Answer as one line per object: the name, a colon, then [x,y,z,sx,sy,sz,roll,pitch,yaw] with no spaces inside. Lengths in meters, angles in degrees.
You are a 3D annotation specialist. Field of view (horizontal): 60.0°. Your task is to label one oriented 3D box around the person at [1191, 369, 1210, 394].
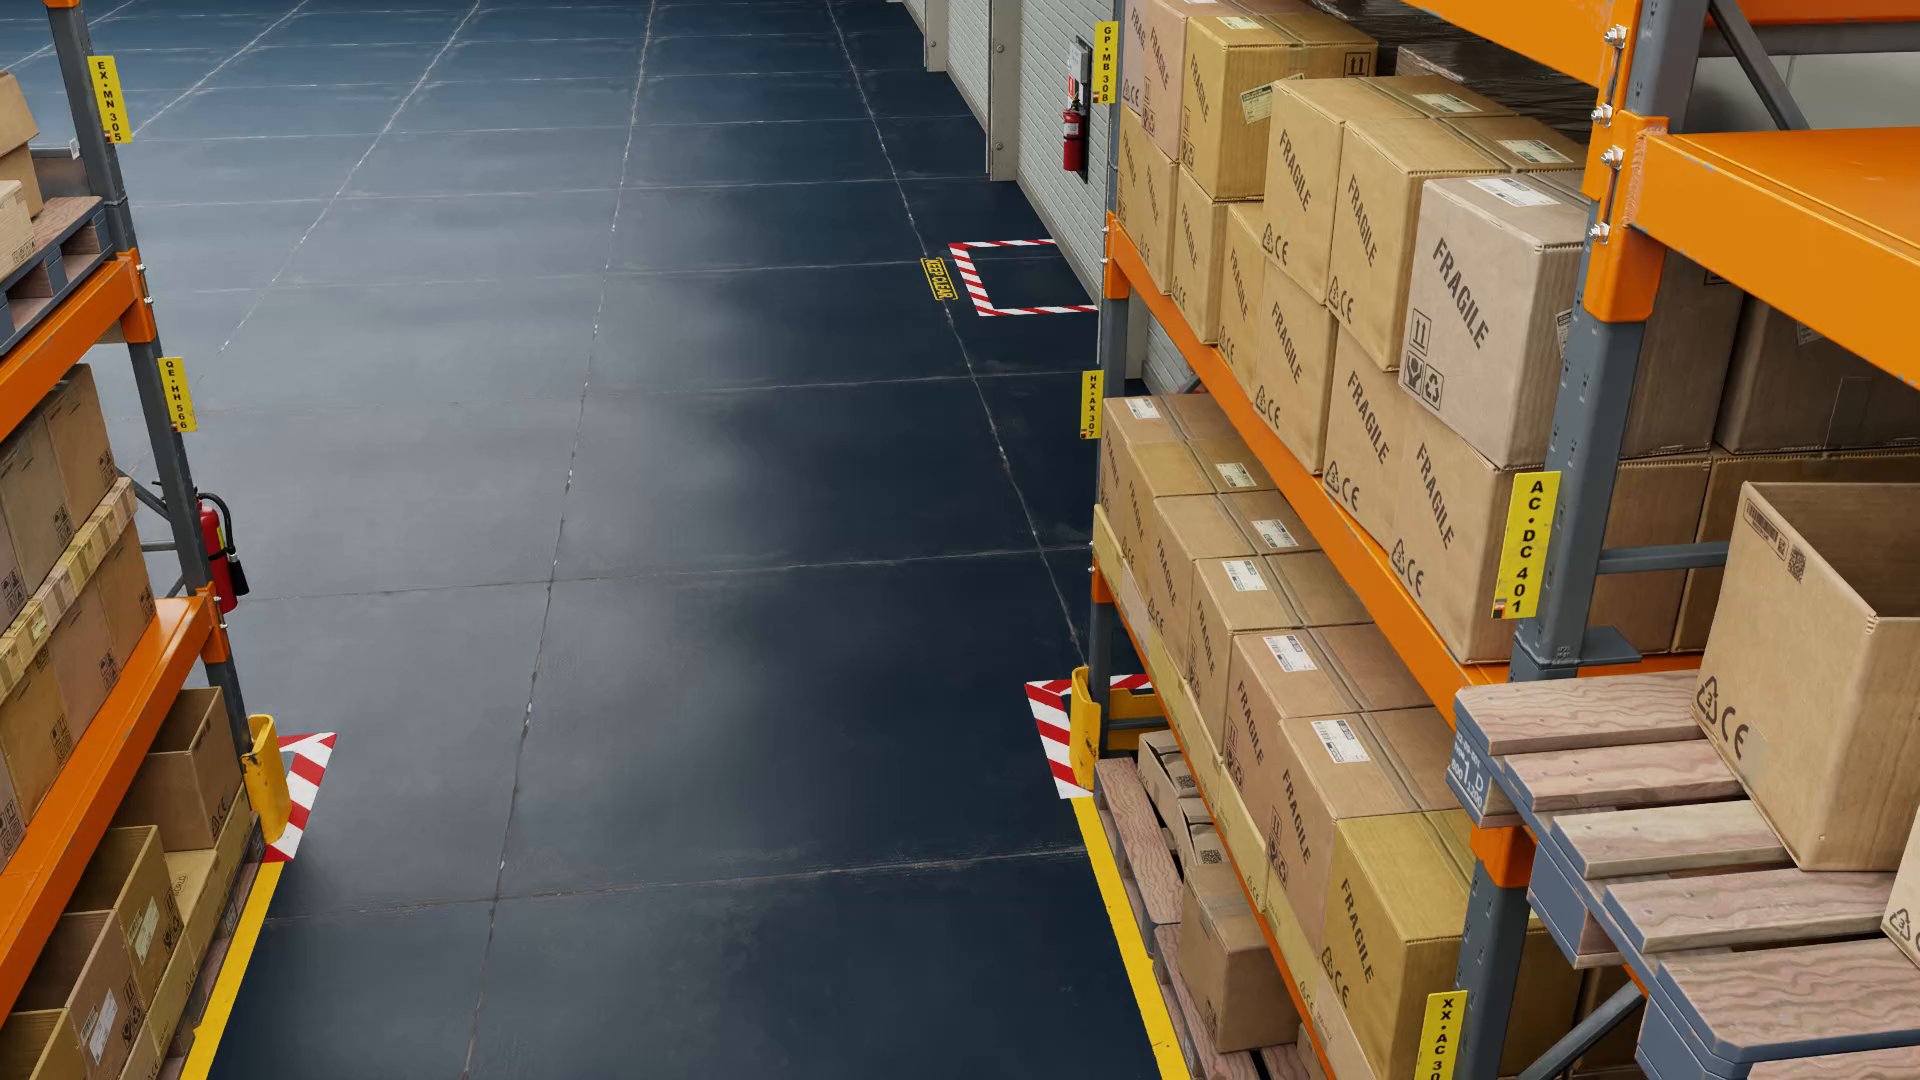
person: [1.266,-0.219,9.035,0.424,1.717,0.552,0,27,-1]
